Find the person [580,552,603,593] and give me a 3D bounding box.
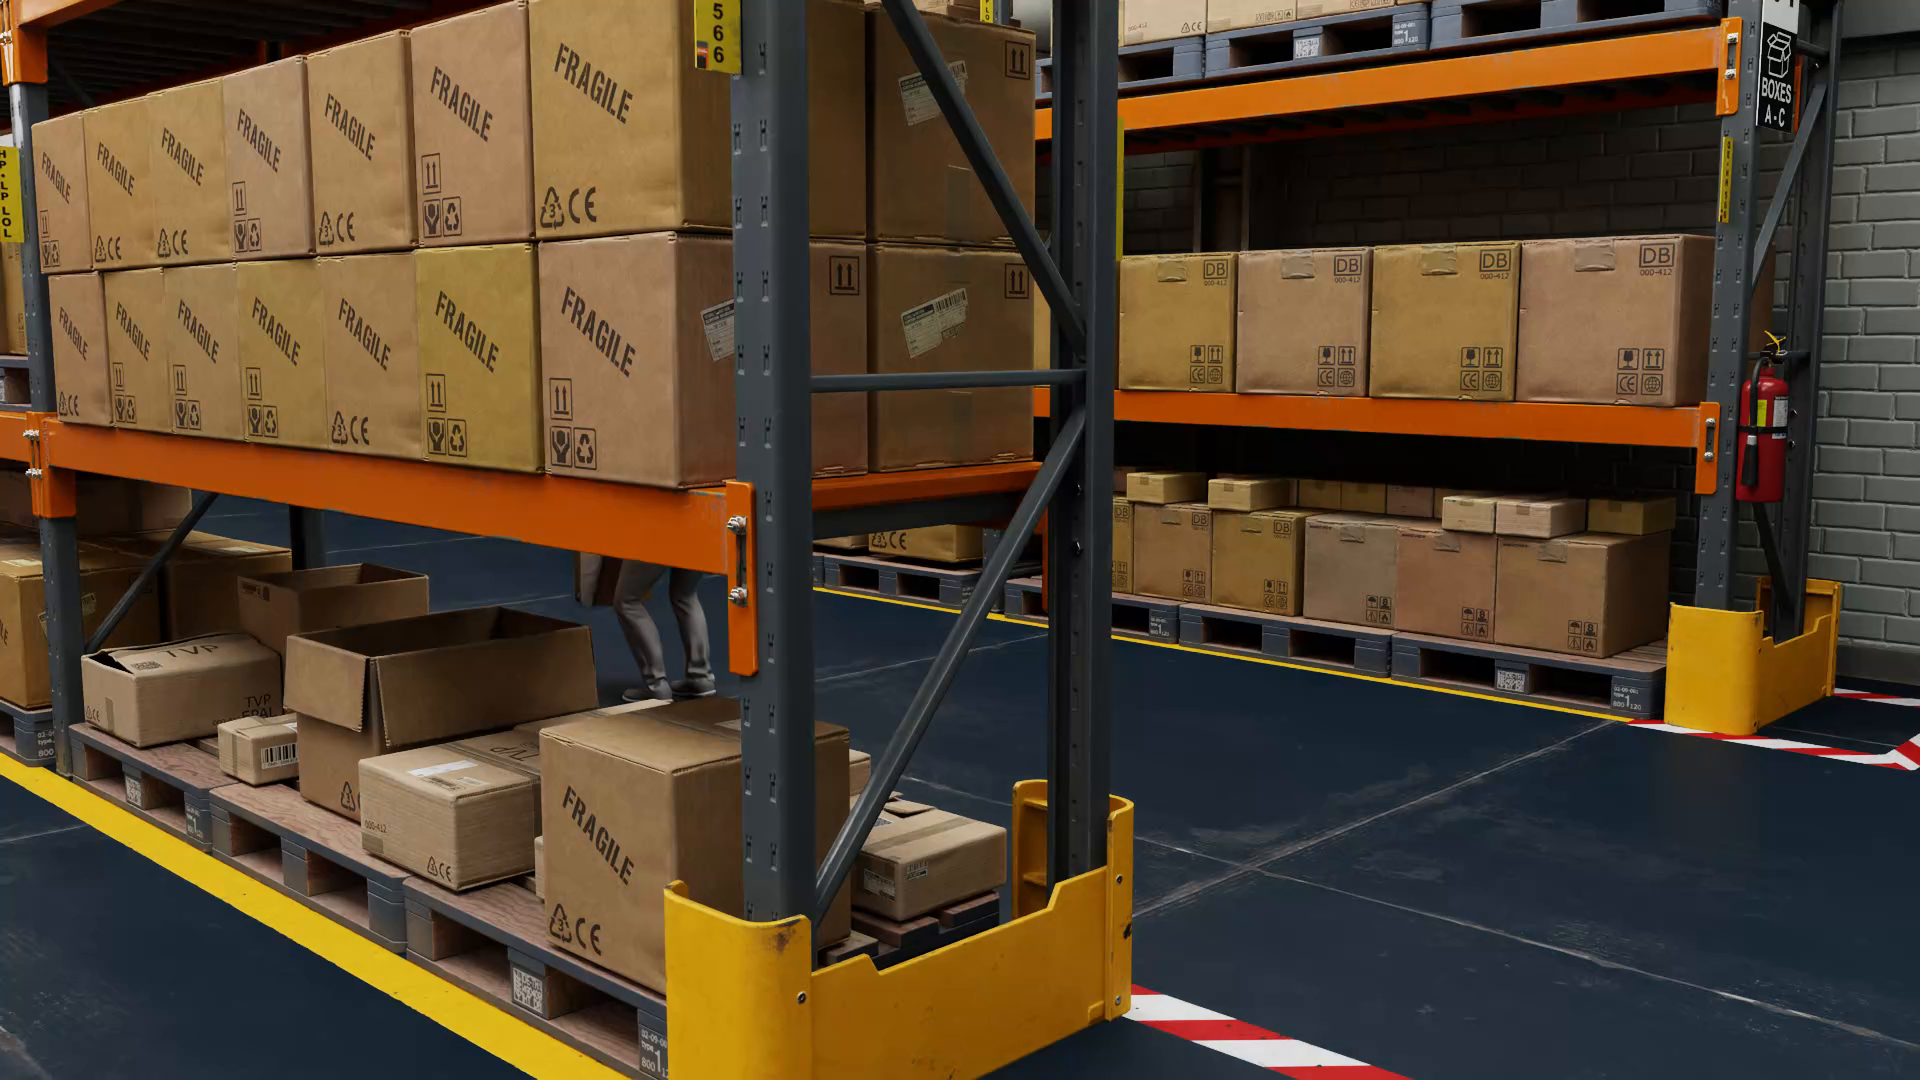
[{"bbox_3d":[-1.341,-0.077,7.277,0.681,0.653,0.412,6,10,41],"label":"person"}]
